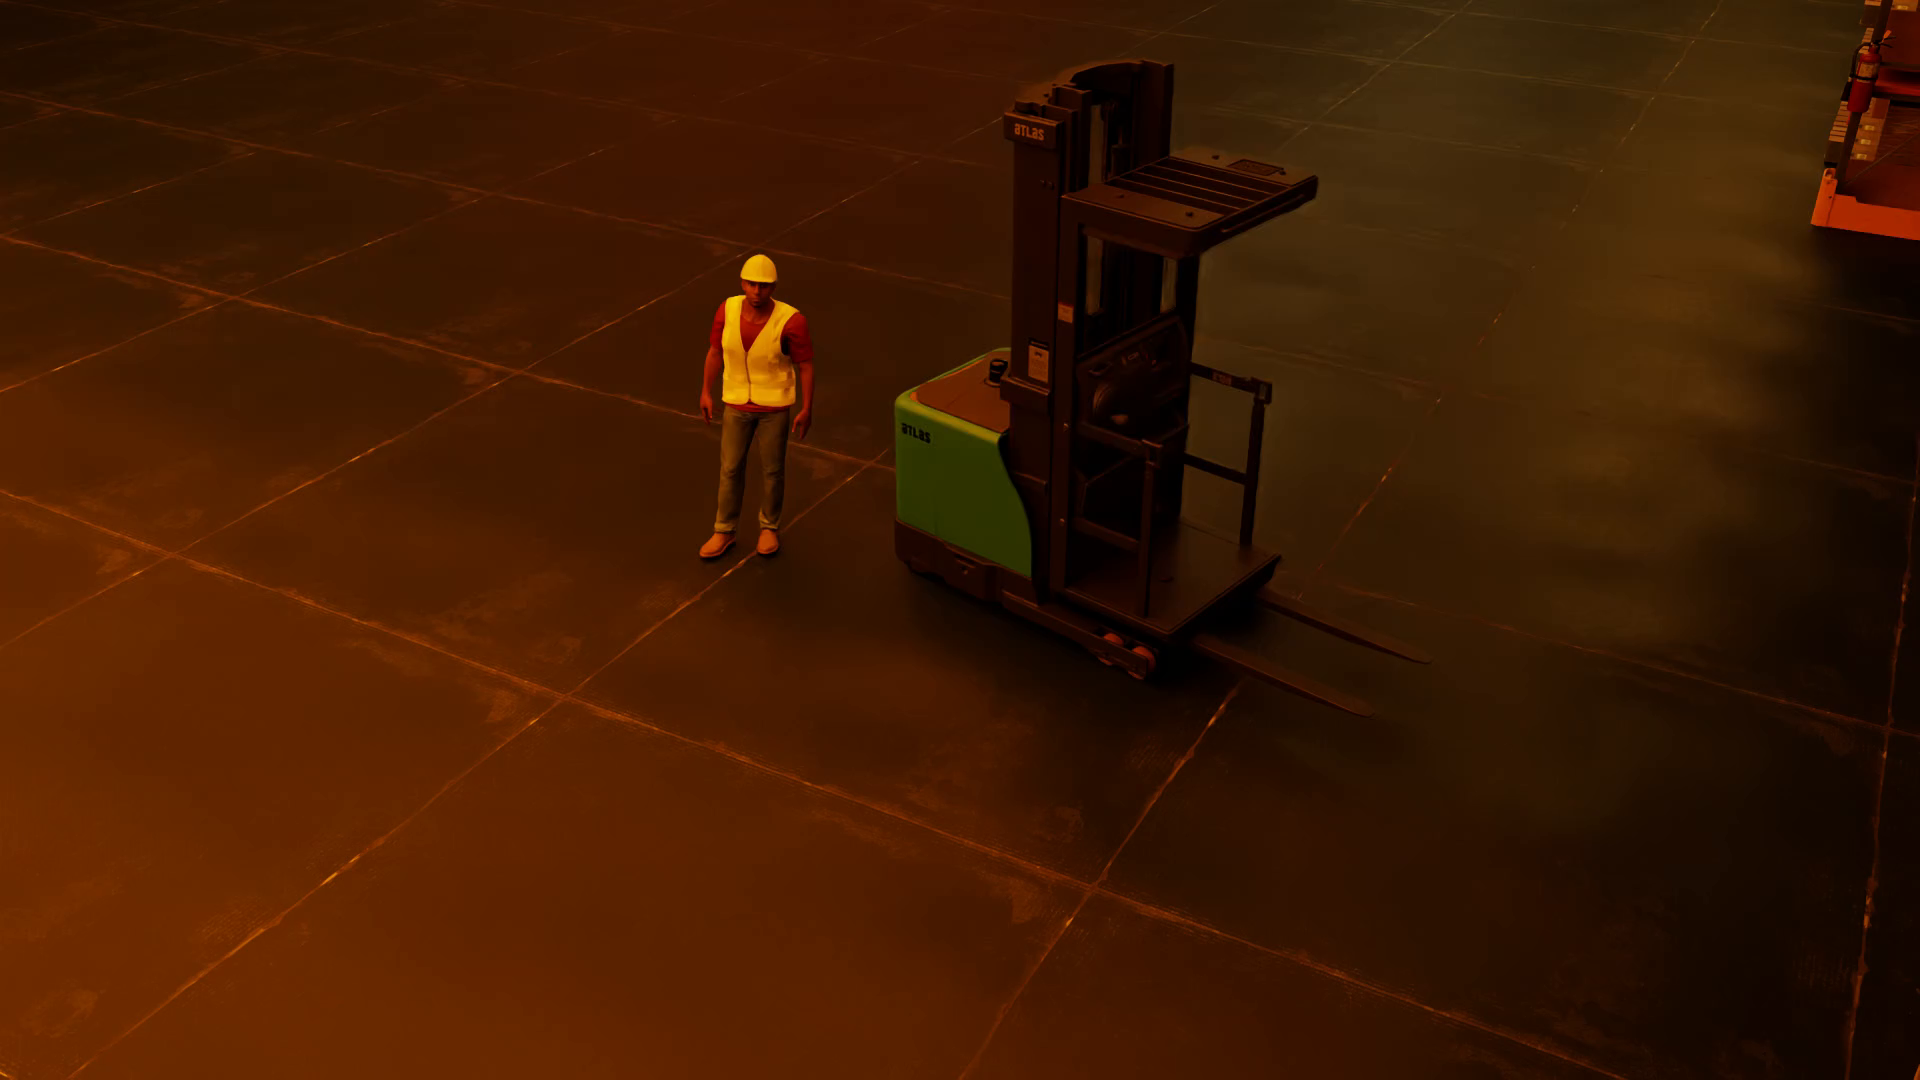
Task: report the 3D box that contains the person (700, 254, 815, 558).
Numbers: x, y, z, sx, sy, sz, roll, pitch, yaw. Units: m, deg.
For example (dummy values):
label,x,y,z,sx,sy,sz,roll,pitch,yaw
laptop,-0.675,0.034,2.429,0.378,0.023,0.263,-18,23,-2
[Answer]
label,x,y,z,sx,sy,sz,roll,pitch,yaw
person,-1.180,-0.749,9.520,0.668,1.767,0.574,6,31,10

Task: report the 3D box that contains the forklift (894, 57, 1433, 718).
label,x,y,z,sx,sy,sz,roll,pitch,yaw
forklift,1.062,-0.838,8.523,3.031,2.935,1.130,23,37,35
